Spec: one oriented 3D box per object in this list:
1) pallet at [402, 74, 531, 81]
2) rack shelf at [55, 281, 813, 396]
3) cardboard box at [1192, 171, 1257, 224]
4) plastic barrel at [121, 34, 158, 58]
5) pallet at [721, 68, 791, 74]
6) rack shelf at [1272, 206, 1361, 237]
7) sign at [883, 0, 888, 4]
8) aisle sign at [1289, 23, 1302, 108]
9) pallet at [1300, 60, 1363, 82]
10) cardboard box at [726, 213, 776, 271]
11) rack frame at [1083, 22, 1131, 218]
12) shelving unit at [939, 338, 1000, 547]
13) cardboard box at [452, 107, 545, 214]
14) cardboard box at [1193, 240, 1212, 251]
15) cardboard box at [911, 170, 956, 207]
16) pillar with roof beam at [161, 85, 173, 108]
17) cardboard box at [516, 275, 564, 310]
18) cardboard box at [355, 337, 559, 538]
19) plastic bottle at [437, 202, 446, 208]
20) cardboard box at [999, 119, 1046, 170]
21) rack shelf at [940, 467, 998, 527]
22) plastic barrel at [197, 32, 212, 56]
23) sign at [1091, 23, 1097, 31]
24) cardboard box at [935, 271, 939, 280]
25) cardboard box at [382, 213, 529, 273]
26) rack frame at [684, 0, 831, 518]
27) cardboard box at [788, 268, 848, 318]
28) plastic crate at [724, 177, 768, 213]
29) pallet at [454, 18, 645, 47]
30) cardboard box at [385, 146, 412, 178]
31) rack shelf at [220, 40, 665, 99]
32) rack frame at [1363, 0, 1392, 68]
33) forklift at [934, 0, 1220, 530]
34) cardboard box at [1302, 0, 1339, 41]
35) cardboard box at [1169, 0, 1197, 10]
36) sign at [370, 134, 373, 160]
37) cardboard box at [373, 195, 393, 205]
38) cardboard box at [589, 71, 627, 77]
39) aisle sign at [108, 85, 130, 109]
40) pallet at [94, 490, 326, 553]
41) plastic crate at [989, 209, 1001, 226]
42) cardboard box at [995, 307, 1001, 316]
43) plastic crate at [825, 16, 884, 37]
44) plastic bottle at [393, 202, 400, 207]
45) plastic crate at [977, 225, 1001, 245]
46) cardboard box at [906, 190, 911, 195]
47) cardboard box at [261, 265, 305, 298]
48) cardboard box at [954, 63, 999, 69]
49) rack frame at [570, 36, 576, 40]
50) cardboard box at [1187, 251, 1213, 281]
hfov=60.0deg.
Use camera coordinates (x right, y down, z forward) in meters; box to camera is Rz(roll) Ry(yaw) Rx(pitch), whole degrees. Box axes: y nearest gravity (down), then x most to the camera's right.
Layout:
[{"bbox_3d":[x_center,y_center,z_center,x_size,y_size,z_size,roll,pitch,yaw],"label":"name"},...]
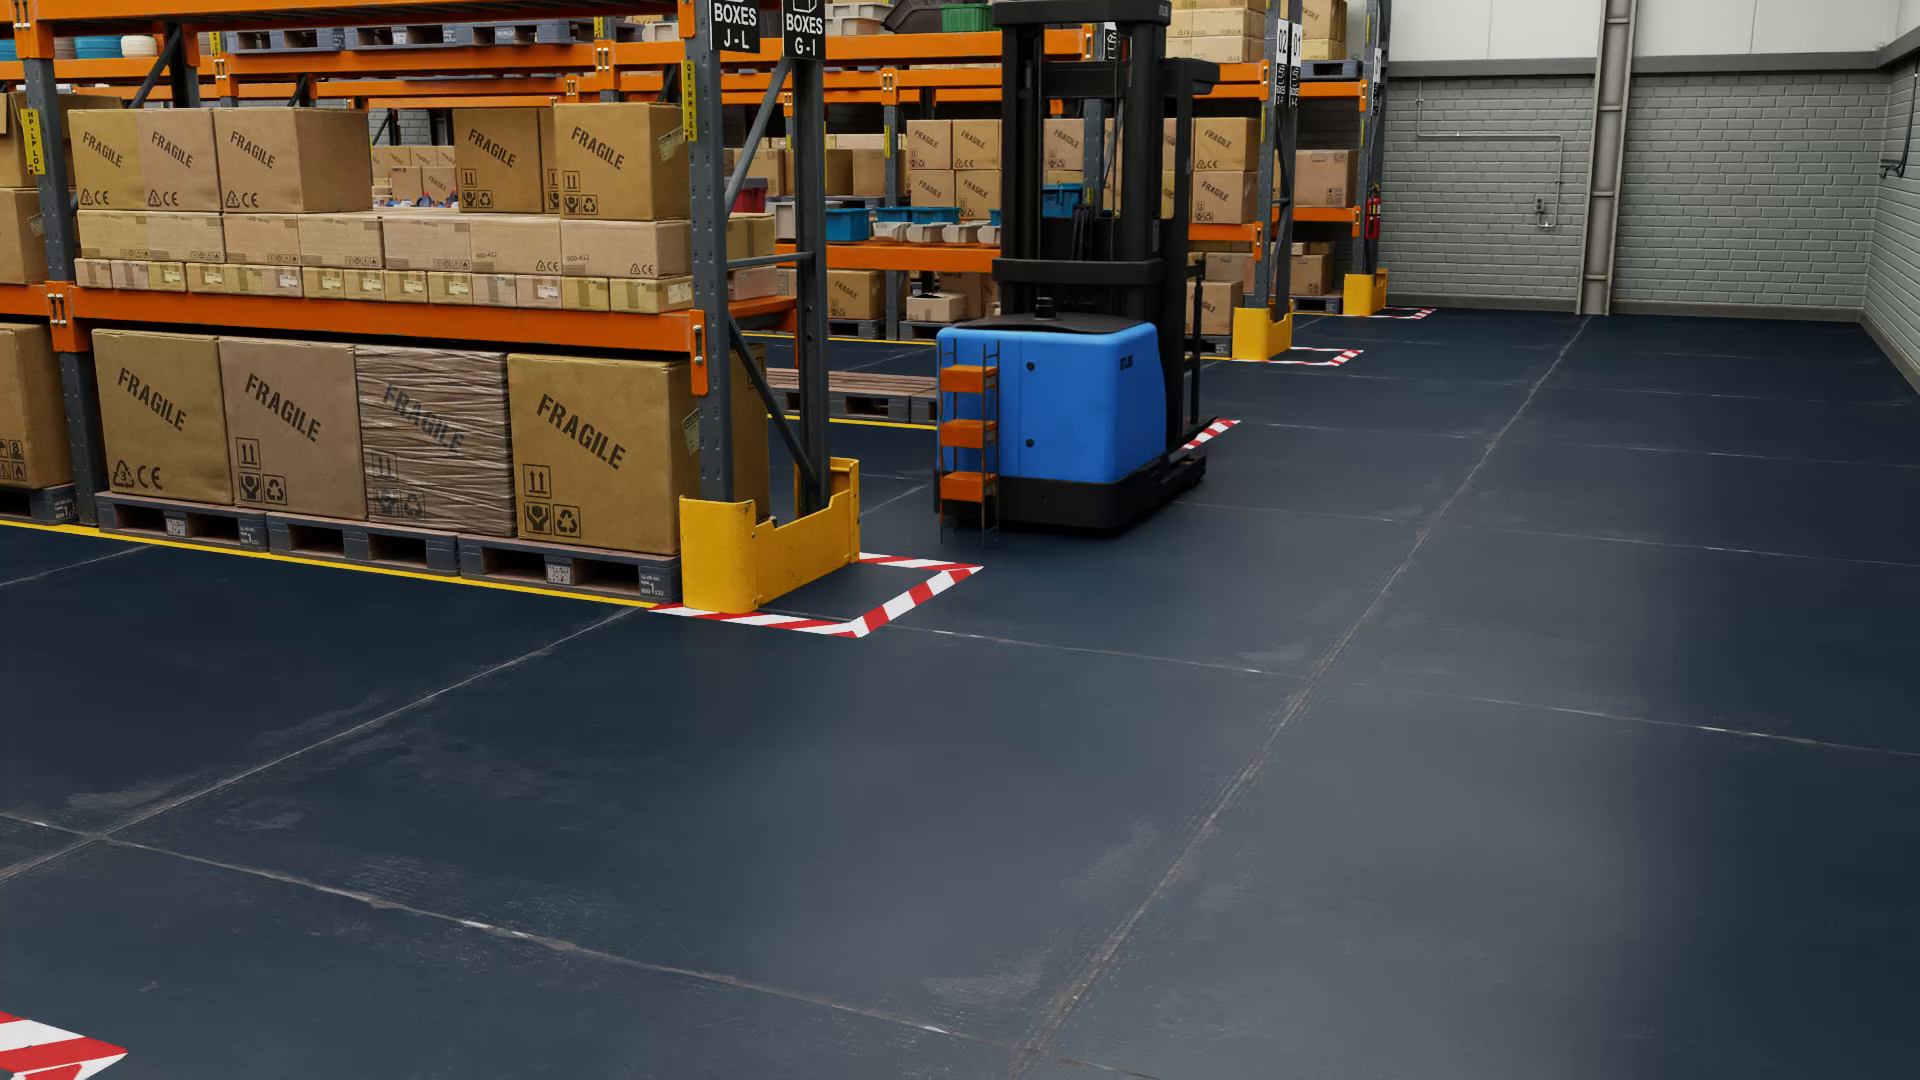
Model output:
[{"bbox_3d":[-5.876,-5.591,19.864,1.213,0.211,1.003,7,15,26],"label":"pallet"},{"bbox_3d":[-2.726,-1.102,8.459,4.000,0.370,1.077,6,14,23],"label":"rack shelf"},{"bbox_3d":[2.599,-3.369,16.327,0.500,0.500,0.500,6,15,25],"label":"cardboard box"},{"bbox_3d":[-7.463,-4.504,15.118,0.301,0.262,0.301,0,13,0],"label":"plastic barrel"},{"bbox_3d":[-2.056,-5.245,18.386,1.003,0.211,1.213,6,14,23],"label":"pallet"},{"bbox_3d":[3.293,-4.205,21.686,4.000,0.370,1.077,6,14,23],"label":"rack shelf"},{"bbox_3d":[-0.760,-5.493,17.039,0.005,0.325,0.100,6,14,23],"label":"sign"},{"bbox_3d":[3.300,-4.656,16.342,0.004,0.787,0.394,6,14,23],"label":"aisle sign"},{"bbox_3d":[4.439,-5.854,20.766,1.213,0.211,1.003,6,14,23],"label":"pallet"},{"bbox_3d":[-1.227,-1.440,8.001,0.500,0.250,0.500,5,14,22],"label":"cardboard box"},{"bbox_3d":[1.109,-2.301,11.997,0.127,3.000,1.000,6,14,23],"label":"rack frame"},{"bbox_3d":[0.049,-0.506,8.614,0.252,1.050,0.215,6,14,23],"label":"shelving unit"},{"bbox_3d":[-2.160,-1.898,8.311,0.500,0.500,0.500,5,14,22],"label":"cardboard box"},{"bbox_3d":[3.245,-3.889,21.893,0.250,0.149,0.380,6,14,22],"label":"cardboard box"},{"bbox_3d":[-0.183,-3.650,17.527,0.500,0.500,0.500,6,15,25],"label":"cardboard box"},{"bbox_3d":[-15.746,-8.544,25.467,0.400,9.000,9.100,6,14,23],"label":"pillar with roof beam"},{"bbox_3d":[-1.825,-1.156,7.665,0.250,0.149,0.380,6,14,23],"label":"cardboard box"},{"bbox_3d":[-2.347,-0.564,8.323,0.875,0.875,0.875,6,14,23],"label":"cardboard box"},{"bbox_3d":[-4.384,-2.722,14.072,0.097,0.271,0.097,0,13,0],"label":"plastic bottle"},{"bbox_3d":[0.720,-4.044,17.013,0.500,0.500,0.500,5,14,22],"label":"cardboard box"},{"bbox_3d":[0.049,-0.225,8.680,0.240,0.259,0.215,6,14,23],"label":"rack shelf"},{"bbox_3d":[-6.868,-4.867,15.268,0.600,0.901,0.600,0,13,0],"label":"plastic barrel"},{"bbox_3d":[0.901,-3.594,11.170,0.005,0.325,0.100,6,14,23],"label":"sign"},{"bbox_3d":[0.004,-4.013,23.078,0.750,0.750,0.750,6,15,25],"label":"cardboard box"},{"bbox_3d":[-2.377,-1.422,7.927,0.500,0.250,0.500,5,14,21],"label":"cardboard box"},{"bbox_3d":[-0.897,-1.267,7.588,0.127,3.000,1.000,6,14,23],"label":"rack frame"},{"bbox_3d":[-1.554,-2.736,18.359,0.500,0.500,0.500,6,14,23],"label":"cardboard box"},{"bbox_3d":[-1.834,-2.597,12.984,0.583,0.464,0.402,6,14,23],"label":"plastic crate"},{"bbox_3d":[-3.305,-4.092,13.475,1.003,0.211,1.213,6,14,23],"label":"pallet"},{"bbox_3d":[-8.745,-5.998,26.394,0.500,0.500,0.500,6,14,23],"label":"cardboard box"},{"bbox_3d":[-4.377,-3.967,14.102,4.000,0.370,1.077,6,14,23],"label":"rack shelf"},{"bbox_3d":[5.122,-7.291,20.130,0.127,3.000,1.000,6,14,23],"label":"rack frame"},{"bbox_3d":[0.881,-1.775,9.903,1.130,2.935,3.031,5,14,22],"label":"forklift"},{"bbox_3d":[4.342,-6.387,20.390,0.500,0.500,0.500,6,14,23],"label":"cardboard box"},{"bbox_3d":[2.219,-5.440,16.396,0.500,0.500,0.700,6,14,23],"label":"cardboard box"},{"bbox_3d":[-7.642,-5.085,21.500,0.005,0.325,0.100,6,14,23],"label":"sign"},{"bbox_3d":[-7.126,-4.199,20.633,0.250,0.149,0.380,6,14,23],"label":"cardboard box"},{"bbox_3d":[-3.783,-5.552,19.063,0.500,0.500,0.910,6,14,23],"label":"cardboard box"},{"bbox_3d":[-11.451,-6.149,22.704,0.004,0.787,0.394,6,14,23],"label":"aisle sign"},{"bbox_3d":[-3.891,-0.193,9.114,1.213,0.211,1.003,6,14,23],"label":"pallet"},{"bbox_3d":[0.415,-2.402,12.659,0.300,0.233,0.416,6,14,23],"label":"plastic crate"},{"bbox_3d":[0.553,-2.379,17.565,0.250,0.166,0.380,6,14,23],"label":"cardboard box"},{"bbox_3d":[-0.881,-3.773,12.278,0.530,0.136,0.437,6,14,23],"label":"plastic crate"},{"bbox_3d":[-4.790,-2.748,14.182,0.097,0.271,0.097,0,13,0],"label":"plastic bottle"},{"bbox_3d":[0.290,-2.240,12.180,0.243,0.136,0.396,6,14,23],"label":"plastic crate"},{"bbox_3d":[-0.579,-4.780,23.065,0.250,0.149,0.380,6,14,24],"label":"cardboard box"},{"bbox_3d":[-3.233,-1.298,8.270,0.250,0.149,0.380,6,14,24],"label":"cardboard box"},{"bbox_3d":[0.261,-4.949,17.043,0.500,0.250,0.500,6,14,23],"label":"cardboard box"},{"bbox_3d":[-4.196,-6.997,18.874,0.127,3.000,1.000,6,14,23],"label":"rack frame"},{"bbox_3d":[3.033,-3.543,21.838,0.500,0.500,0.700,6,15,25],"label":"cardboard box"}]
